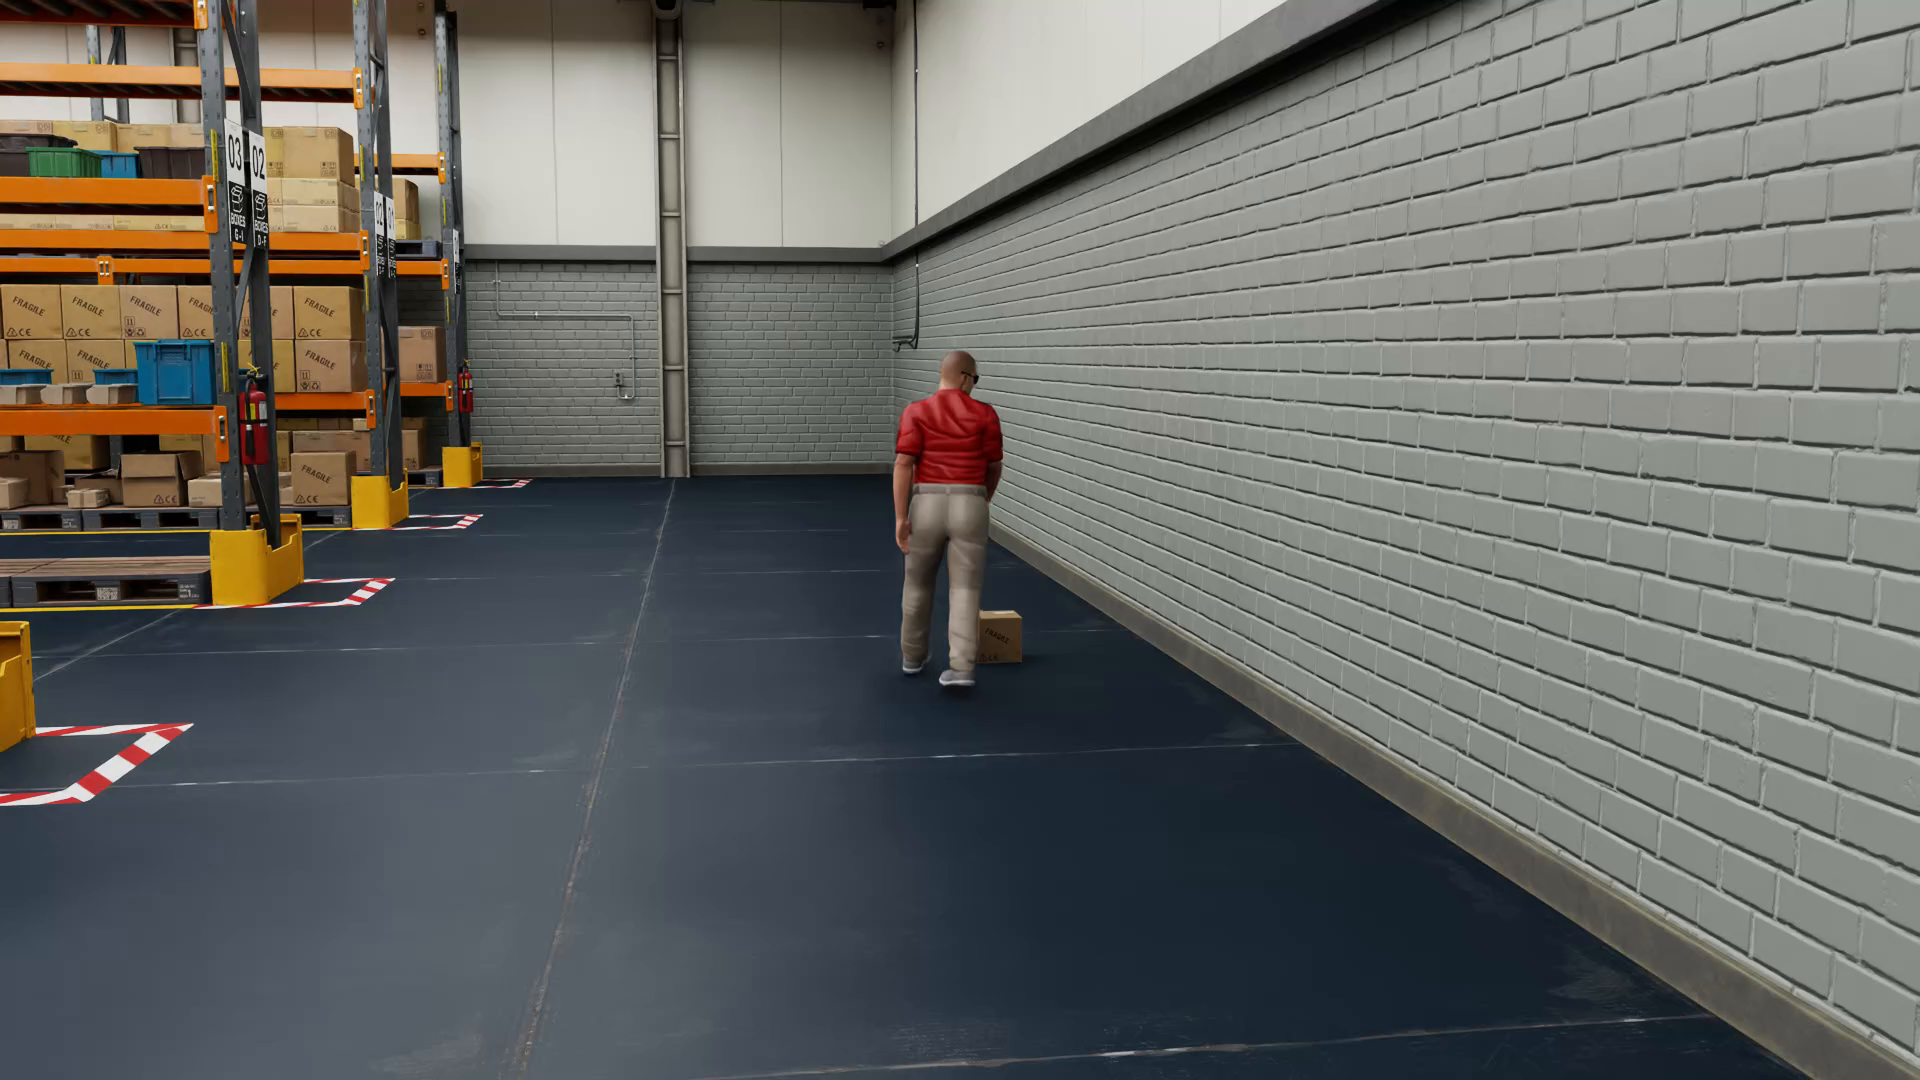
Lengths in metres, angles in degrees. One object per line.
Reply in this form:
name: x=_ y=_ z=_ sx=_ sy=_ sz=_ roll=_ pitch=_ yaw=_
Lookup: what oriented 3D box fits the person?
person: x=-0.052 y=-0.120 z=8.435 sx=0.546 sy=1.679 sz=0.909 roll=0 pitch=6 yaw=3
